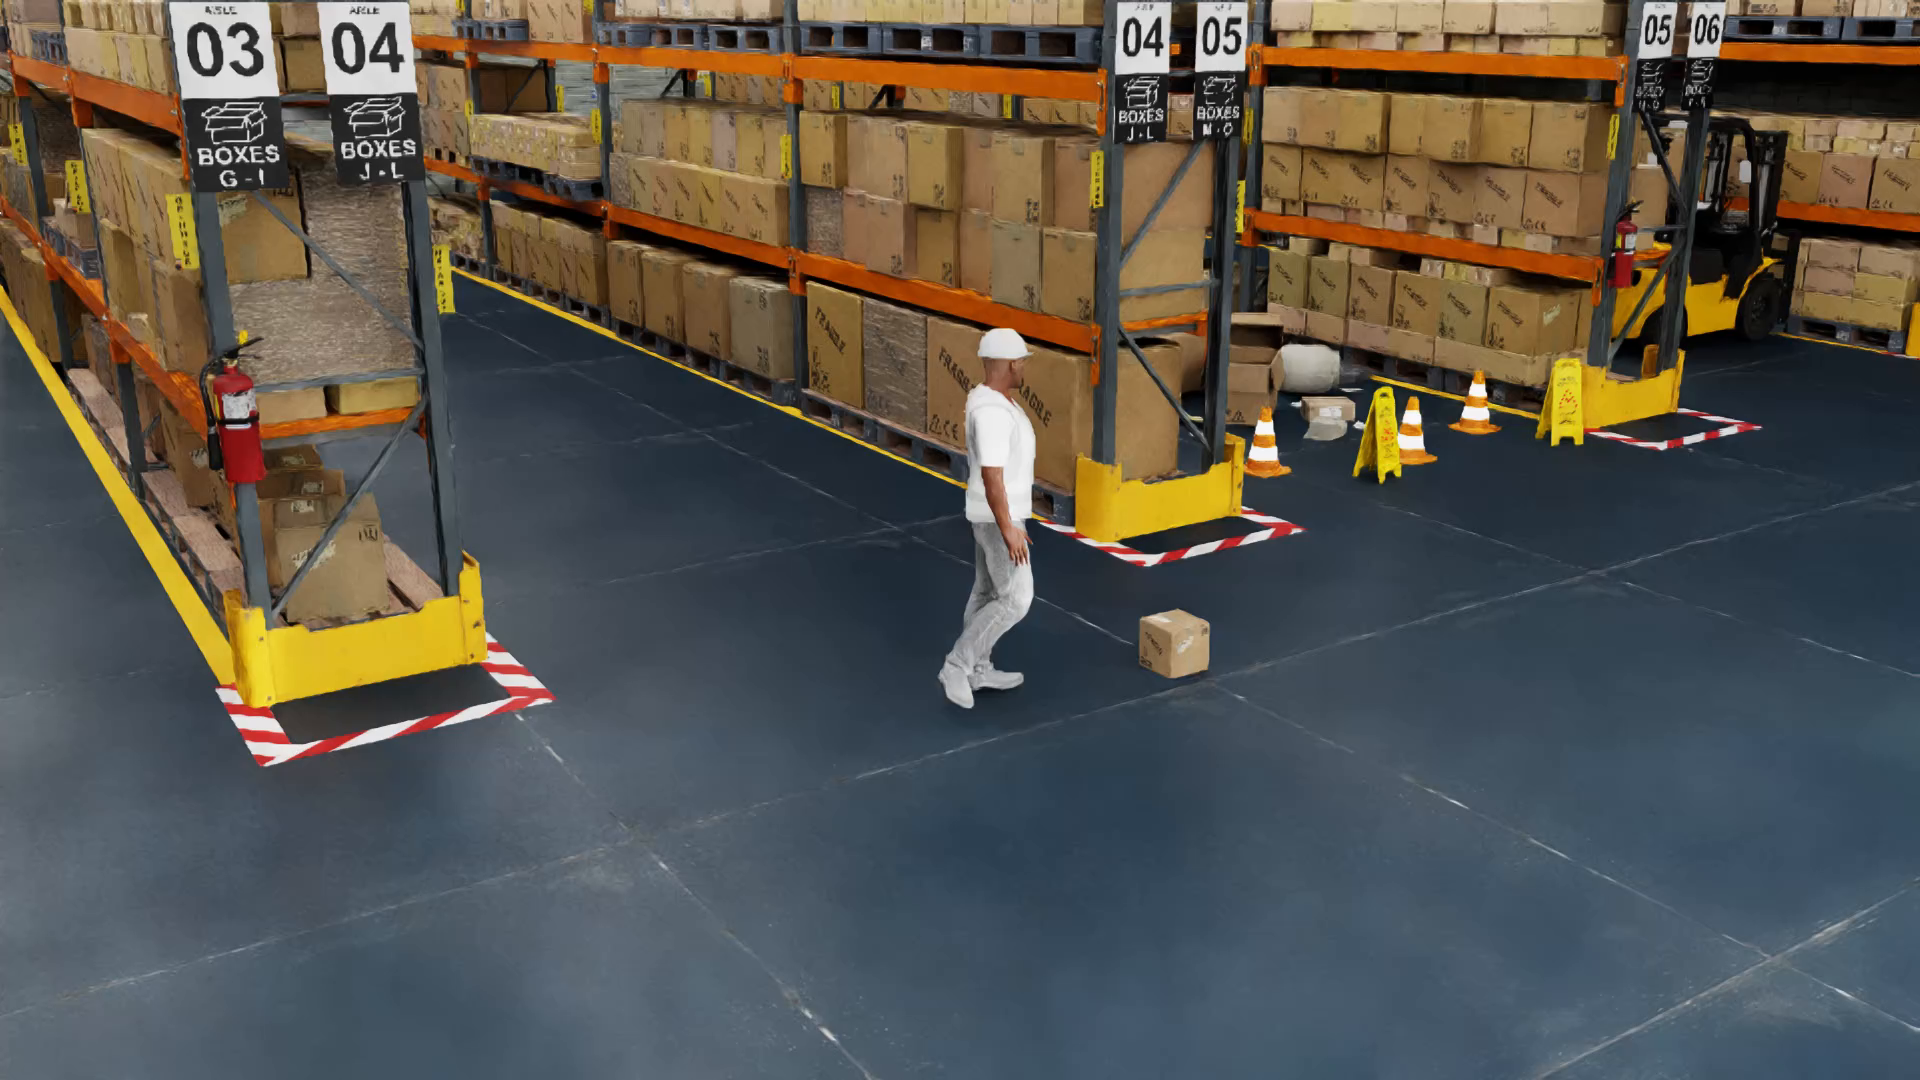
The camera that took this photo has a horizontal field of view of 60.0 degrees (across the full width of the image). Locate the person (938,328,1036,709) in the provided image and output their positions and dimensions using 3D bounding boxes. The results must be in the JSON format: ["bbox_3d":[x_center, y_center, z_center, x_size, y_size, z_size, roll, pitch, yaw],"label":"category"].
[{"bbox_3d":[0.125,-0.105,7.778,0.451,1.762,0.729,1,18,2],"label":"person"}]
